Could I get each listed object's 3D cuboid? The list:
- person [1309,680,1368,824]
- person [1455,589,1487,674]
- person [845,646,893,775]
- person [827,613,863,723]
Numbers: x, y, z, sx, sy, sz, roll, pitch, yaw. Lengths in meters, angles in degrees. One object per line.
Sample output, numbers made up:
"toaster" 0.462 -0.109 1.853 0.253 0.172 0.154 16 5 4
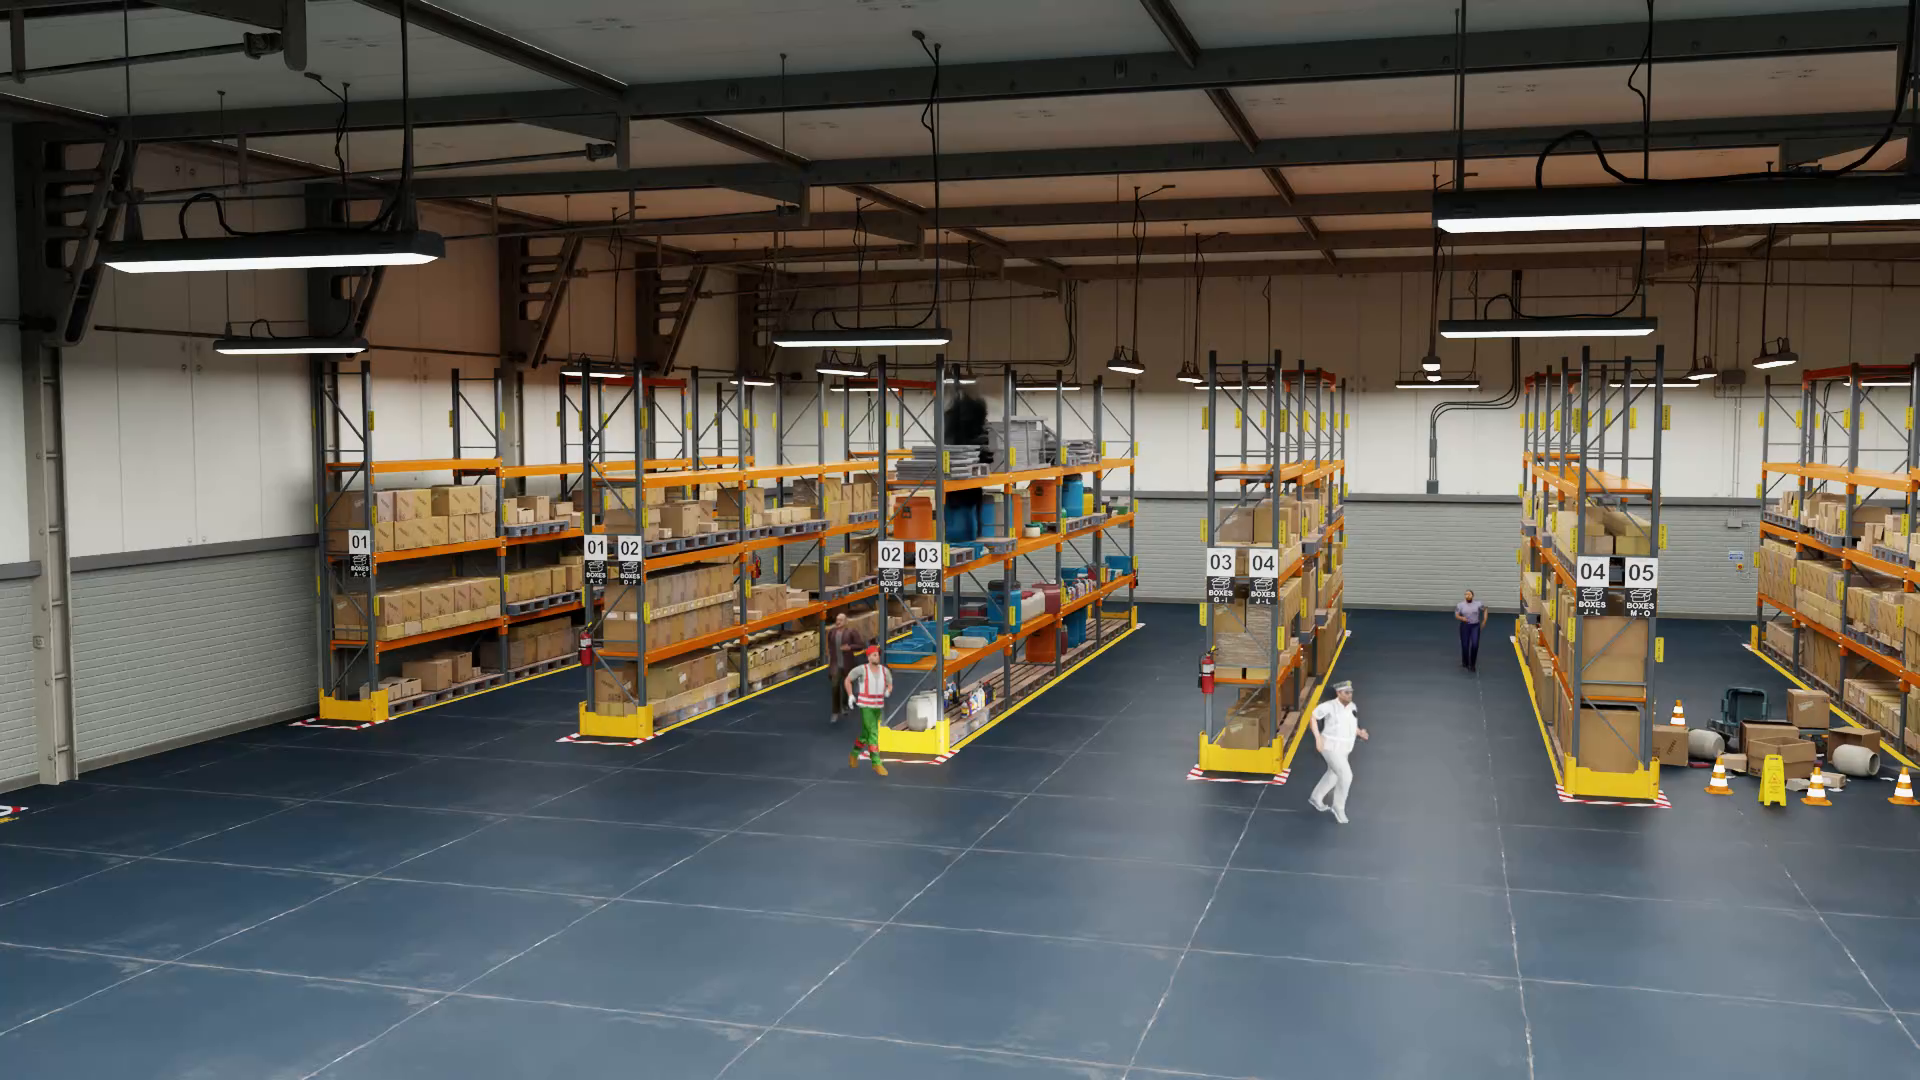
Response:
"person" 4.745 2.648 20.946 0.569 1.817 0.893 -4 5 -41
"person" 10.218 1.830 33.308 0.600 1.683 0.733 2 4 20
"person" -1.226 2.379 23.634 0.668 1.762 0.986 -3 5 -38
"person" -1.943 2.146 27.813 0.666 1.857 0.847 1 4 9
